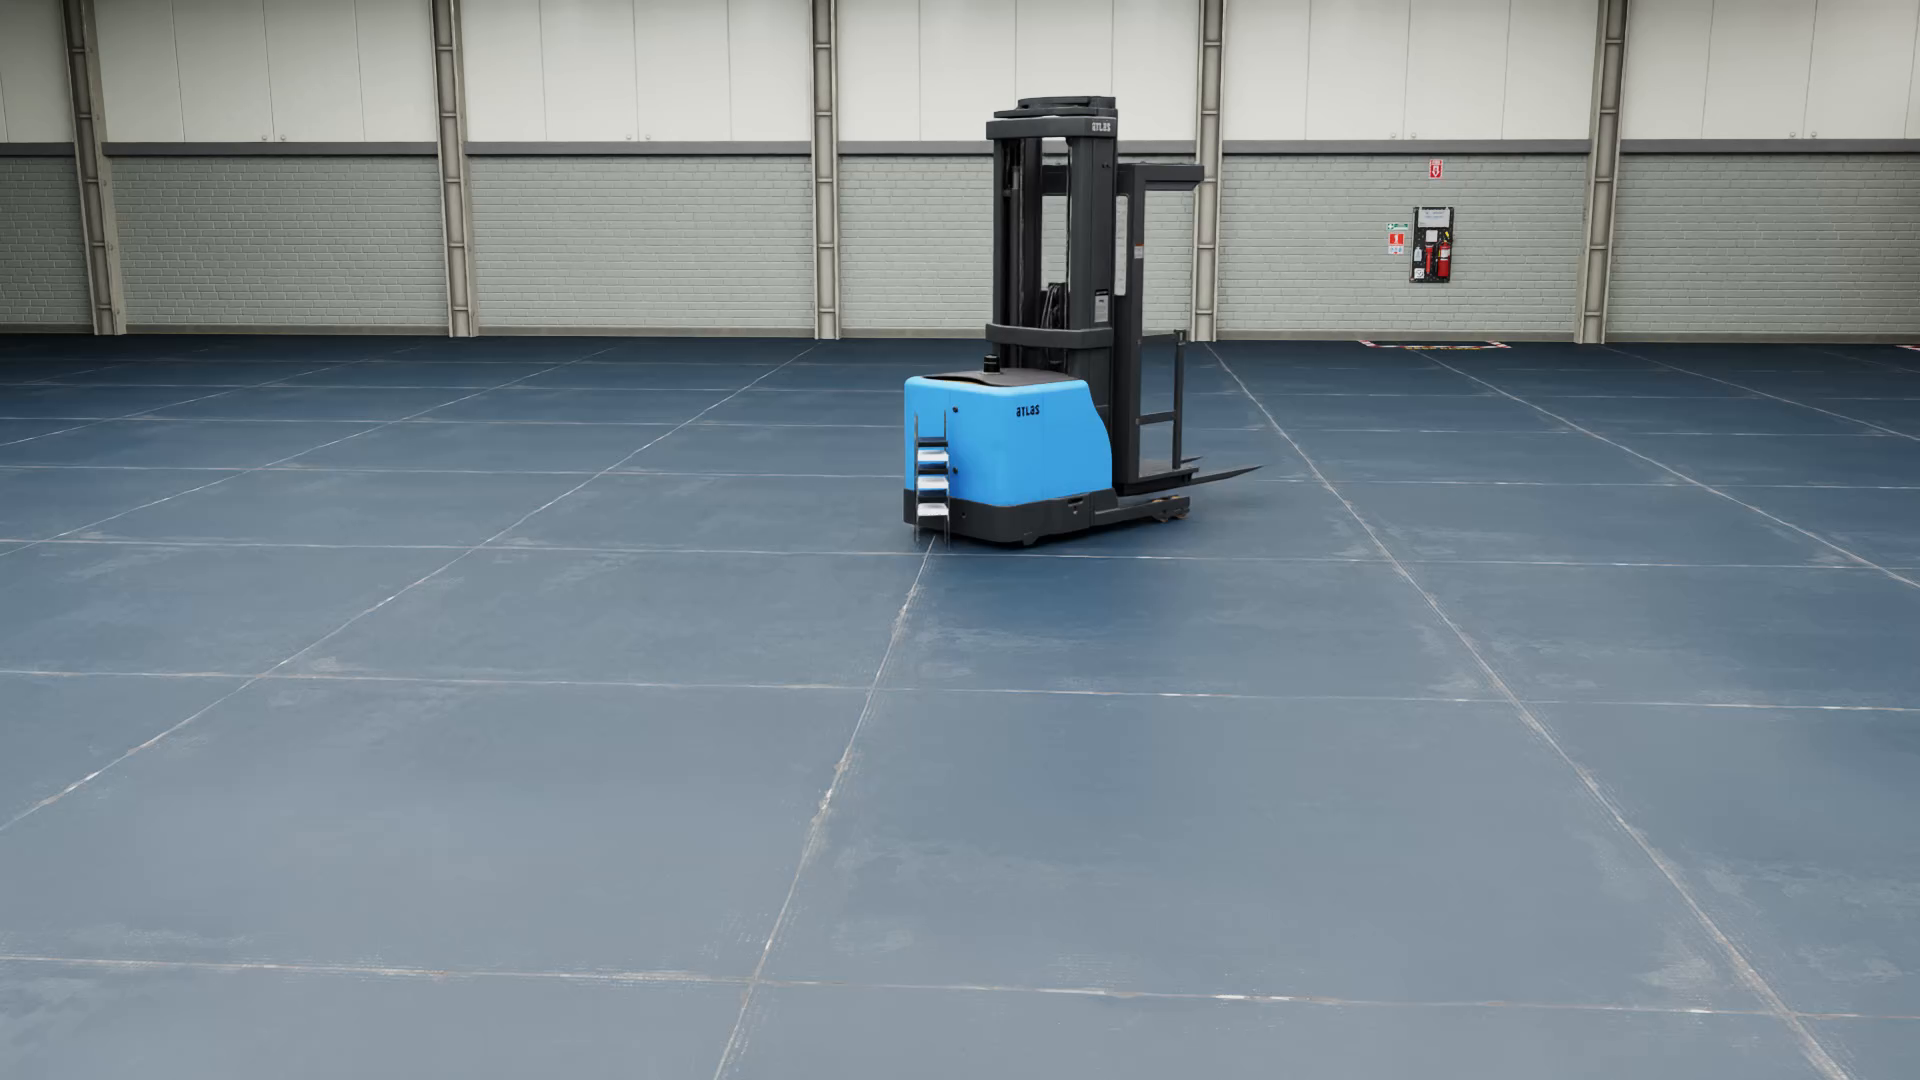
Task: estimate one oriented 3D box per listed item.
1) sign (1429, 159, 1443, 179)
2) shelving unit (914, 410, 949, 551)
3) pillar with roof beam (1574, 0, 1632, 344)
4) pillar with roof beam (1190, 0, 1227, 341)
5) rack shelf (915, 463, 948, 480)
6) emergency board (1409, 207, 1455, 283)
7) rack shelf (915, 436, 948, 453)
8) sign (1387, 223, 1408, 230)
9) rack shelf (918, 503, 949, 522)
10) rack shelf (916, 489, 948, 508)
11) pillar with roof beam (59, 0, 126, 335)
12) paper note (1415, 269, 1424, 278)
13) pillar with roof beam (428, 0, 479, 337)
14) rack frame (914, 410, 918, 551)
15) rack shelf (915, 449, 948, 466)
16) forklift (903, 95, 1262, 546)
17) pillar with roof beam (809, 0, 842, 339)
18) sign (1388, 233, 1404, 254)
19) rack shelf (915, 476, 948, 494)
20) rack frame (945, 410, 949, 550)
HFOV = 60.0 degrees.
[{"bbox_3d":[7.383,-5.756,25.795,0.199,0.298,0.001,1,12,4],"label":"sign"},{"bbox_3d":[-0.188,-0.395,10.957,0.210,0.900,0.258,-1,12,-6],"label":"shelving unit"},{"bbox_3d":[9.560,-6.616,20.917,0.400,9.000,9.100,1,12,4],"label":"pillar with roof beam"},{"bbox_3d":[3.573,-6.698,21.310,0.400,9.000,9.100,1,12,4],"label":"pillar with roof beam"},{"bbox_3d":[-0.188,-0.450,10.945,0.200,0.077,0.258,-1,12,-6],"label":"rack shelf"},{"bbox_3d":[7.384,-4.600,25.935,0.643,1.169,0.194,1,12,4],"label":"emergency board"},{"bbox_3d":[-0.188,-0.626,10.908,0.200,0.077,0.258,-1,12,-6],"label":"rack shelf"},{"bbox_3d":[6.844,-4.904,26.005,0.331,0.109,0.001,1,12,4],"label":"sign"},{"bbox_3d":[-0.188,-0.186,11.000,0.200,0.077,0.258,-1,12,-6],"label":"rack shelf"},{"bbox_3d":[-0.188,-0.274,10.982,0.200,0.077,0.258,-1,12,-6],"label":"rack shelf"},{"bbox_3d":[-14.386,-6.944,22.487,0.400,9.000,9.100,1,12,4],"label":"pillar with roof beam"},{"bbox_3d":[7.212,-4.186,26.104,0.142,0.148,0.016,1,12,4],"label":"paper note"},{"bbox_3d":[-8.400,-6.862,22.094,0.400,9.000,9.100,1,12,4],"label":"pillar with roof beam"},{"bbox_3d":[-0.289,-0.392,10.946,0.006,0.900,0.240,-1,12,-6],"label":"rack frame"},{"bbox_3d":[-0.188,-0.538,10.927,0.200,0.077,0.258,-1,12,-6],"label":"rack shelf"},{"bbox_3d":[1.025,-1.629,11.898,3.031,2.935,1.130,-11,16,-42],"label":"forklift"},{"bbox_3d":[-2.413,-6.780,21.702,0.400,9.000,9.100,1,12,4],"label":"pillar with roof beam"},{"bbox_3d":[6.840,-4.647,26.068,0.234,0.329,0.001,1,12,4],"label":"sign"},{"bbox_3d":[-0.188,-0.362,10.963,0.200,0.077,0.258,-1,12,-6],"label":"rack shelf"},{"bbox_3d":[-0.086,-0.397,10.967,0.006,0.900,0.240,-1,12,-6],"label":"rack frame"}]
